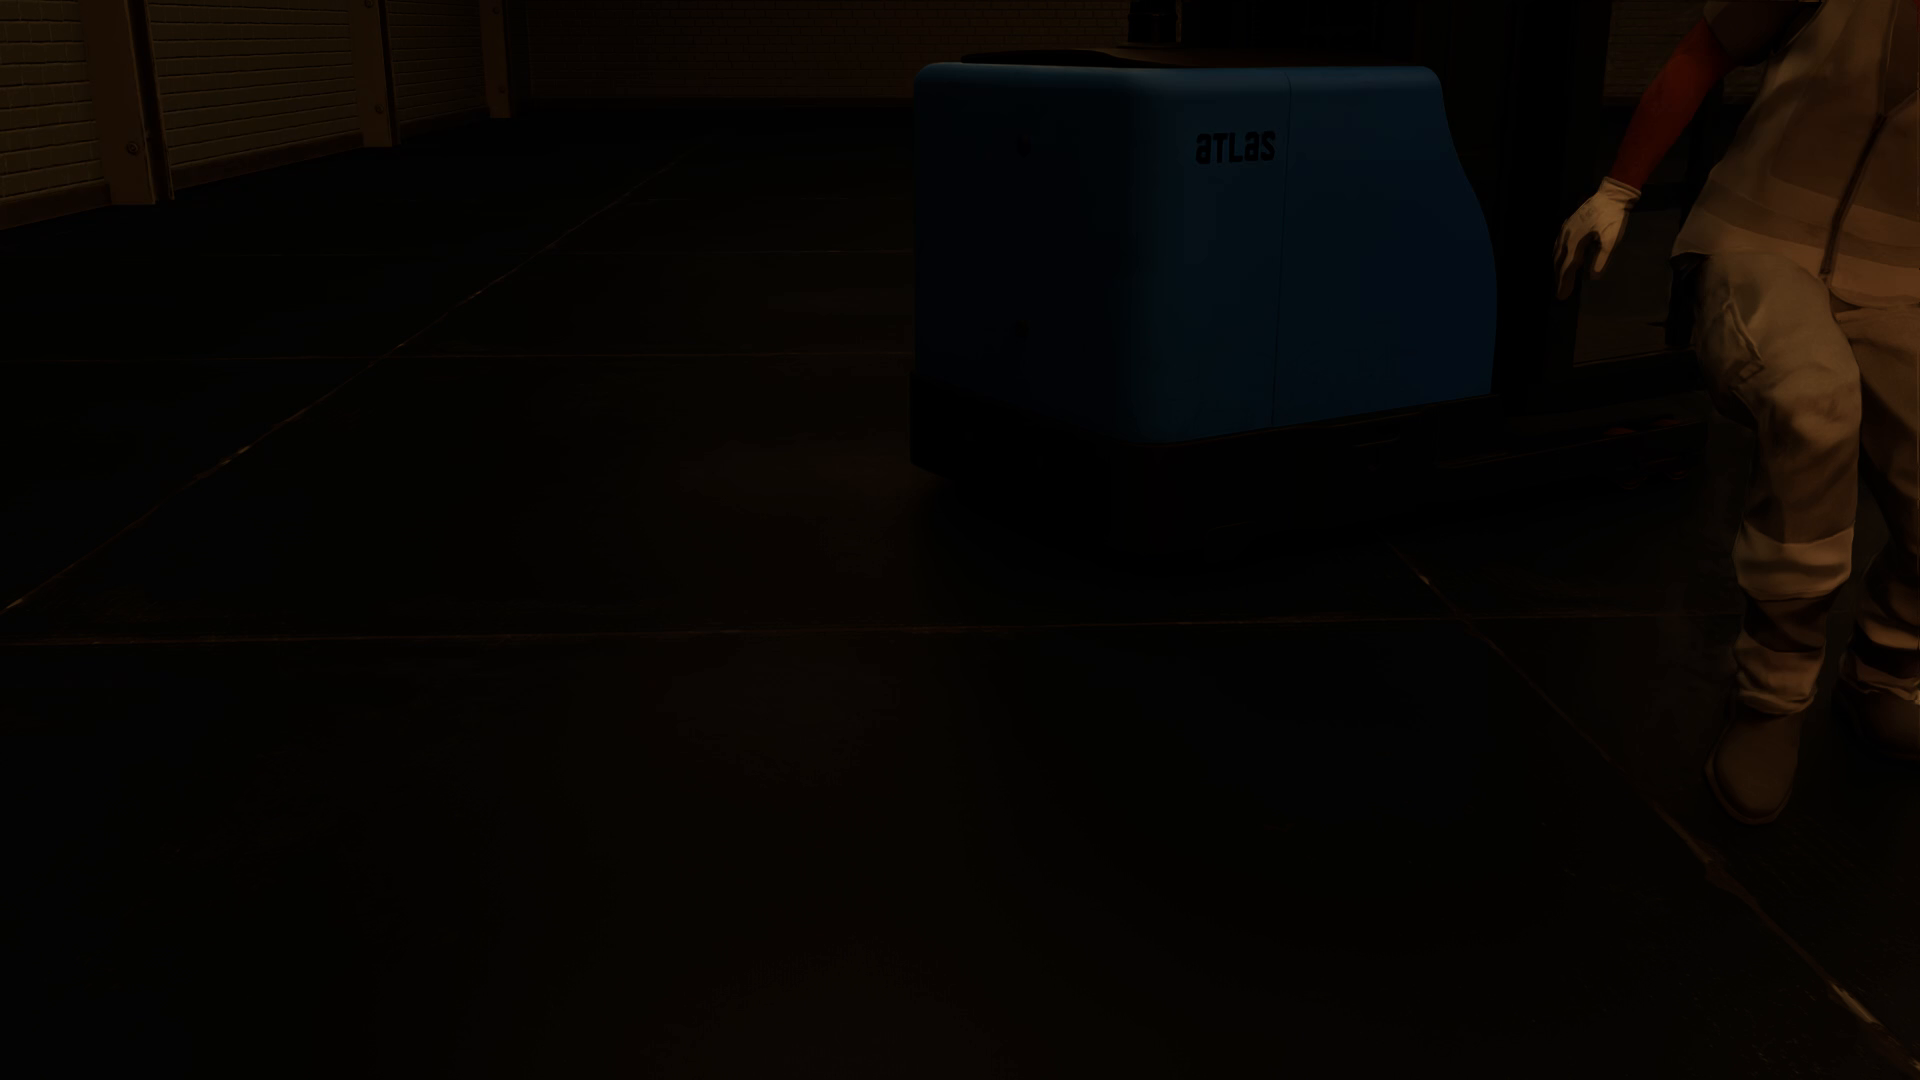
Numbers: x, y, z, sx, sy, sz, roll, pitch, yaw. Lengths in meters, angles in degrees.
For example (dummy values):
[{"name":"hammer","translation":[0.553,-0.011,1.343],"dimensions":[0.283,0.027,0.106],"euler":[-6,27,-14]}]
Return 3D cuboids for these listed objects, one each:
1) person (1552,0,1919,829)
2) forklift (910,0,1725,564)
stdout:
[{"name":"person","translation":[1.348,-0.378,2.542],"dimensions":[0.781,1.561,0.771],"euler":[4,17,13]},{"name":"forklift","translation":[1.397,-1.651,4.304],"dimensions":[3.031,2.935,1.130],"euler":[-10,20,-30]}]
